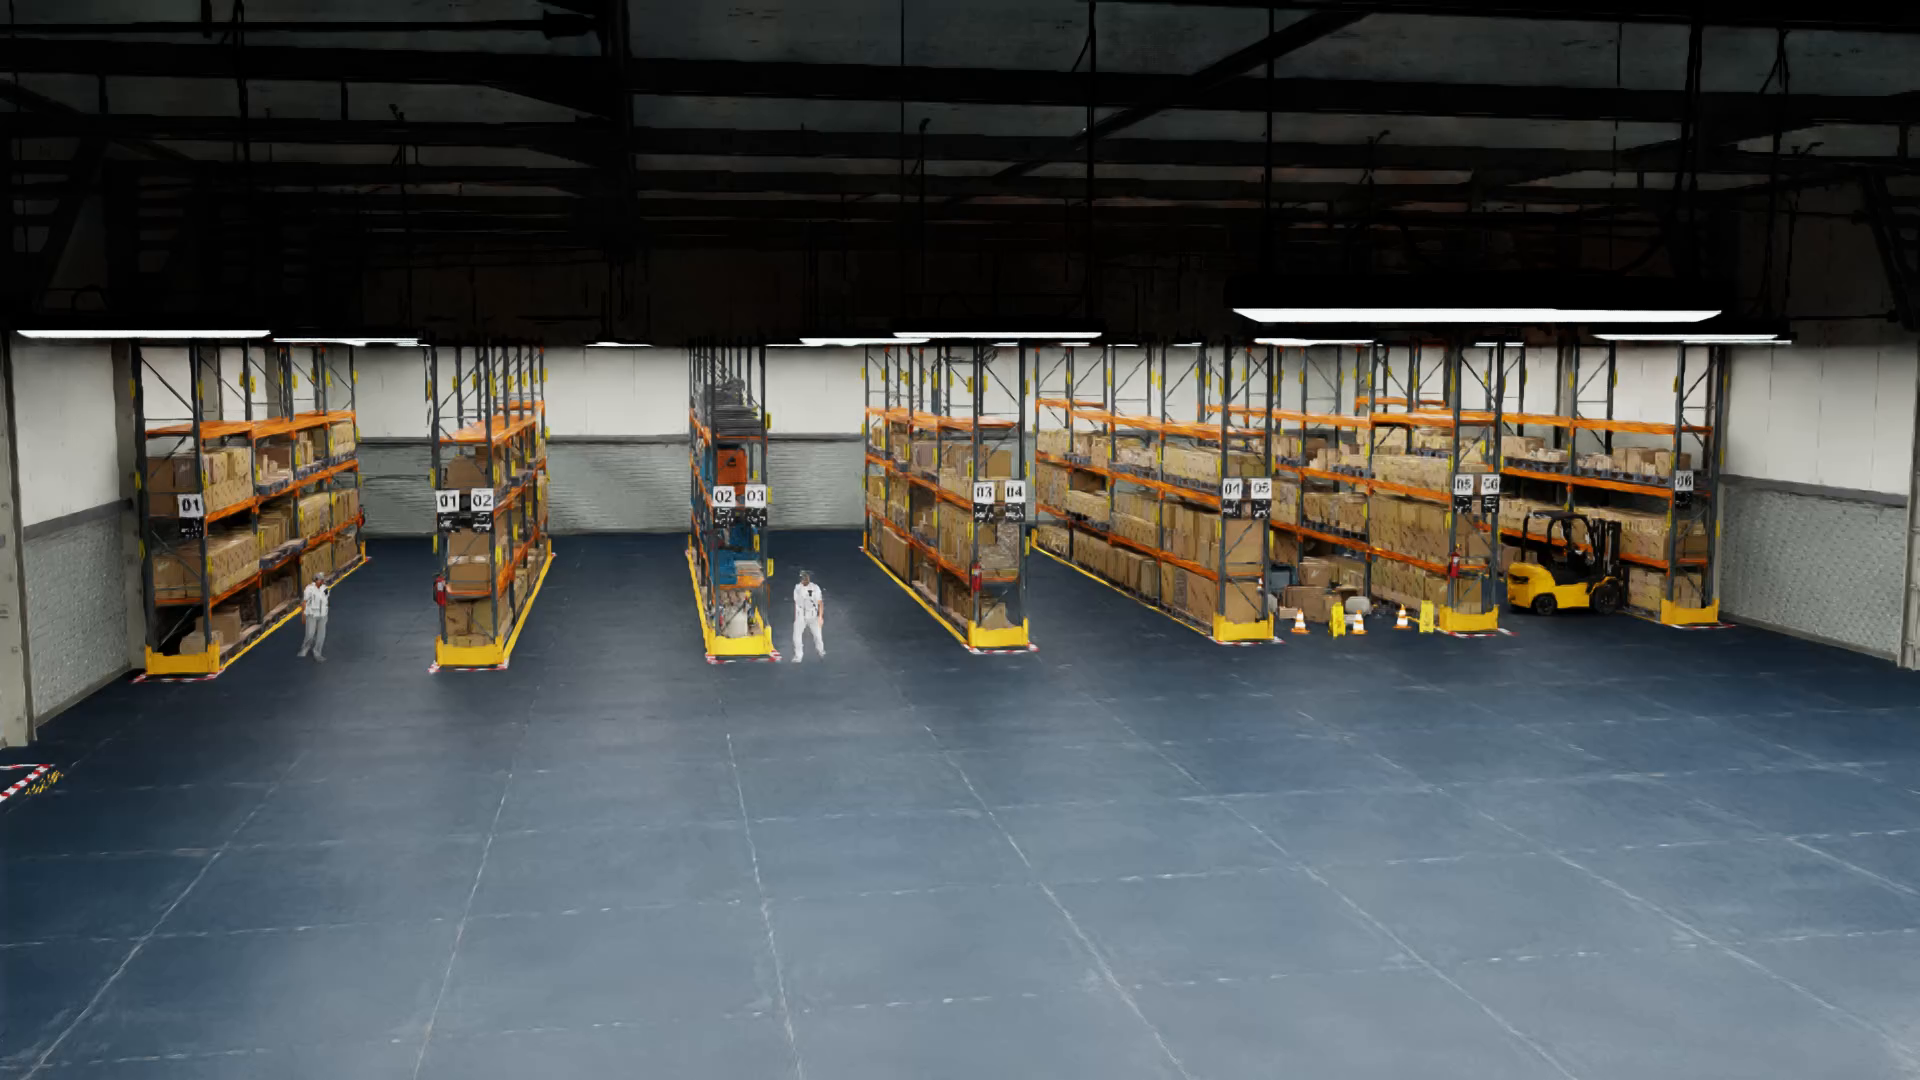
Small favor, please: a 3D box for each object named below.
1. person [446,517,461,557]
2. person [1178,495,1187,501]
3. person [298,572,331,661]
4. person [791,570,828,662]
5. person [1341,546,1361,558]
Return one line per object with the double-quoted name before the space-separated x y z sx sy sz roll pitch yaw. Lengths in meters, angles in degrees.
"person" -13.922 -0.424 45.895 0.544 1.777 0.690 0 7 0
"person" 6.200 -0.454 46.554 0.563 1.665 0.580 0 7 4
"person" -11.904 1.402 30.652 0.572 1.653 0.556 6 9 42
"person" -2.793 1.371 30.644 0.579 1.698 0.974 1 7 9
"person" 10.785 -0.362 45.791 0.555 1.664 0.585 2 7 13
